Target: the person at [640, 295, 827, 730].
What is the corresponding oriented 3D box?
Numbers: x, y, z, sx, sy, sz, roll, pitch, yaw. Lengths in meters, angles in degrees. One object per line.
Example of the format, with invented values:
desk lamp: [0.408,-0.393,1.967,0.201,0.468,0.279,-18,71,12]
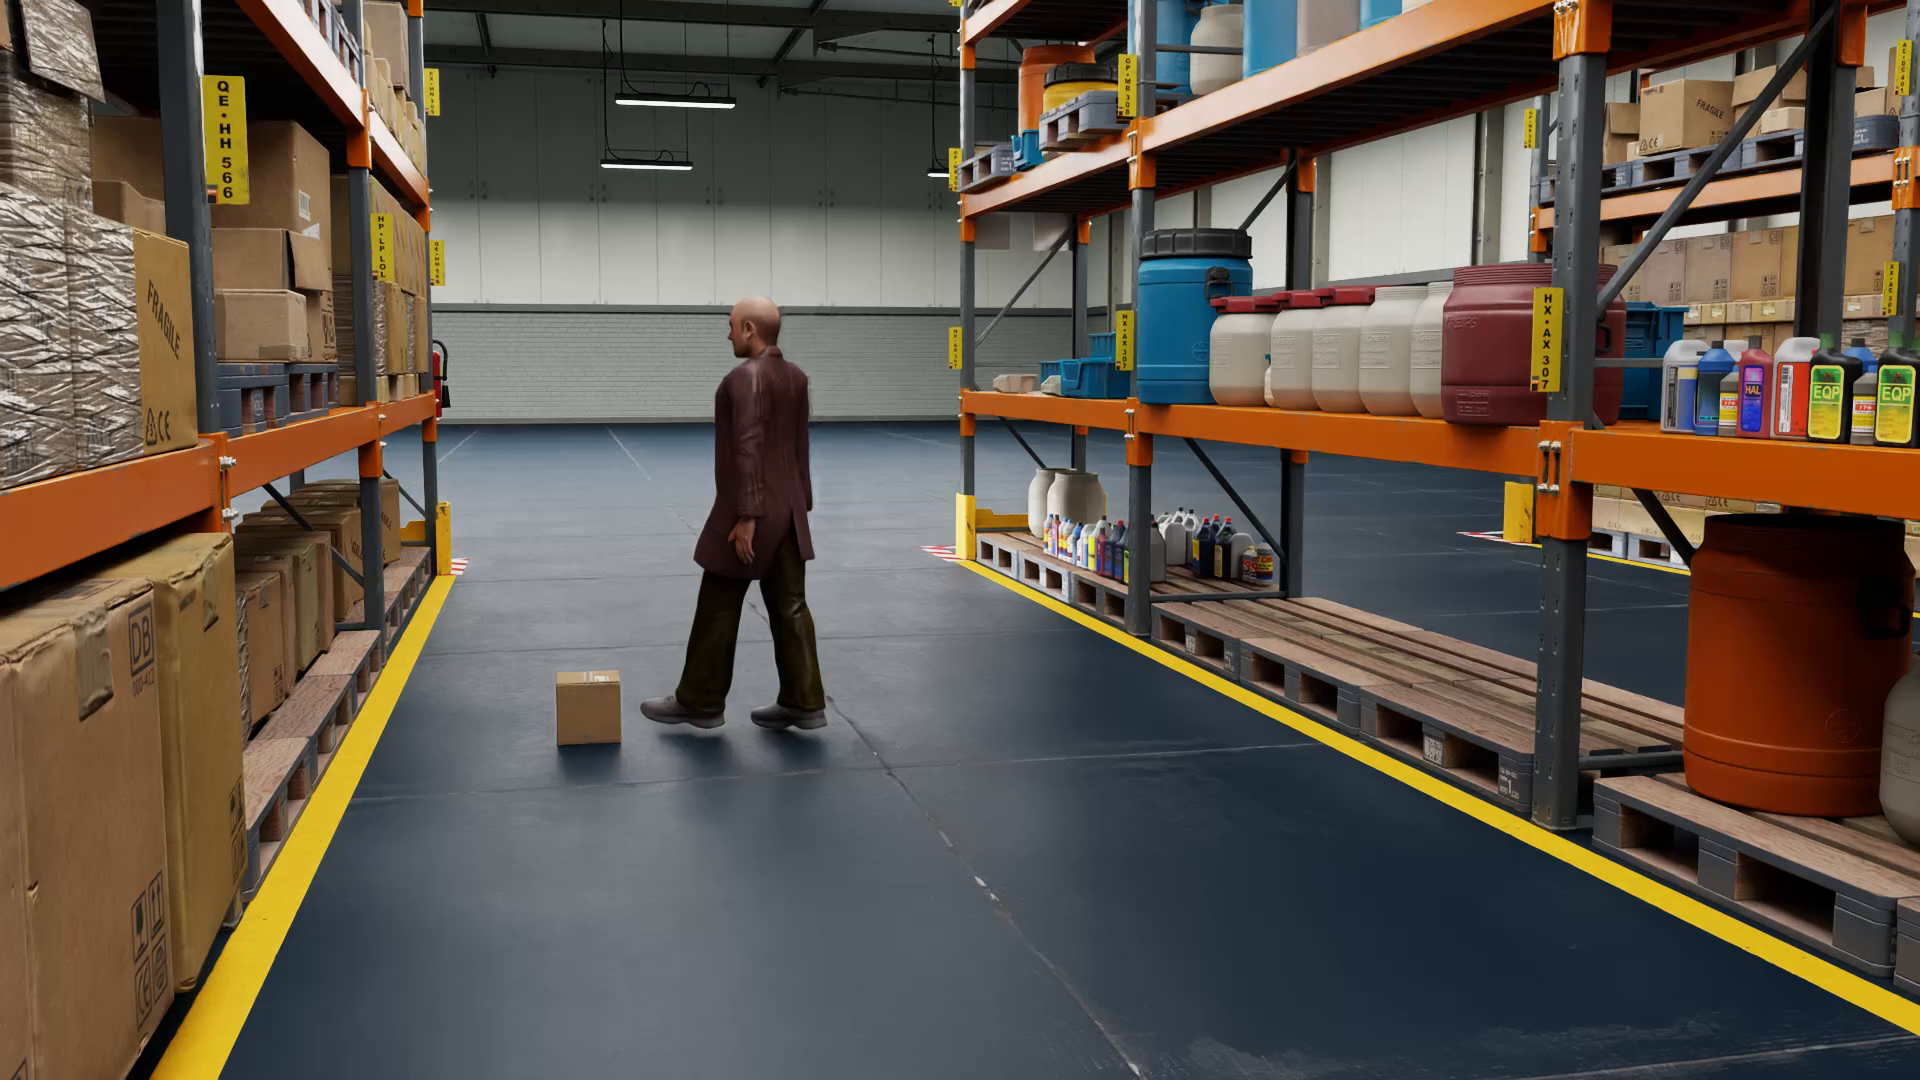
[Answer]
person: [-0.917,-0.108,6.815,0.797,1.767,0.625,3,7,25]
